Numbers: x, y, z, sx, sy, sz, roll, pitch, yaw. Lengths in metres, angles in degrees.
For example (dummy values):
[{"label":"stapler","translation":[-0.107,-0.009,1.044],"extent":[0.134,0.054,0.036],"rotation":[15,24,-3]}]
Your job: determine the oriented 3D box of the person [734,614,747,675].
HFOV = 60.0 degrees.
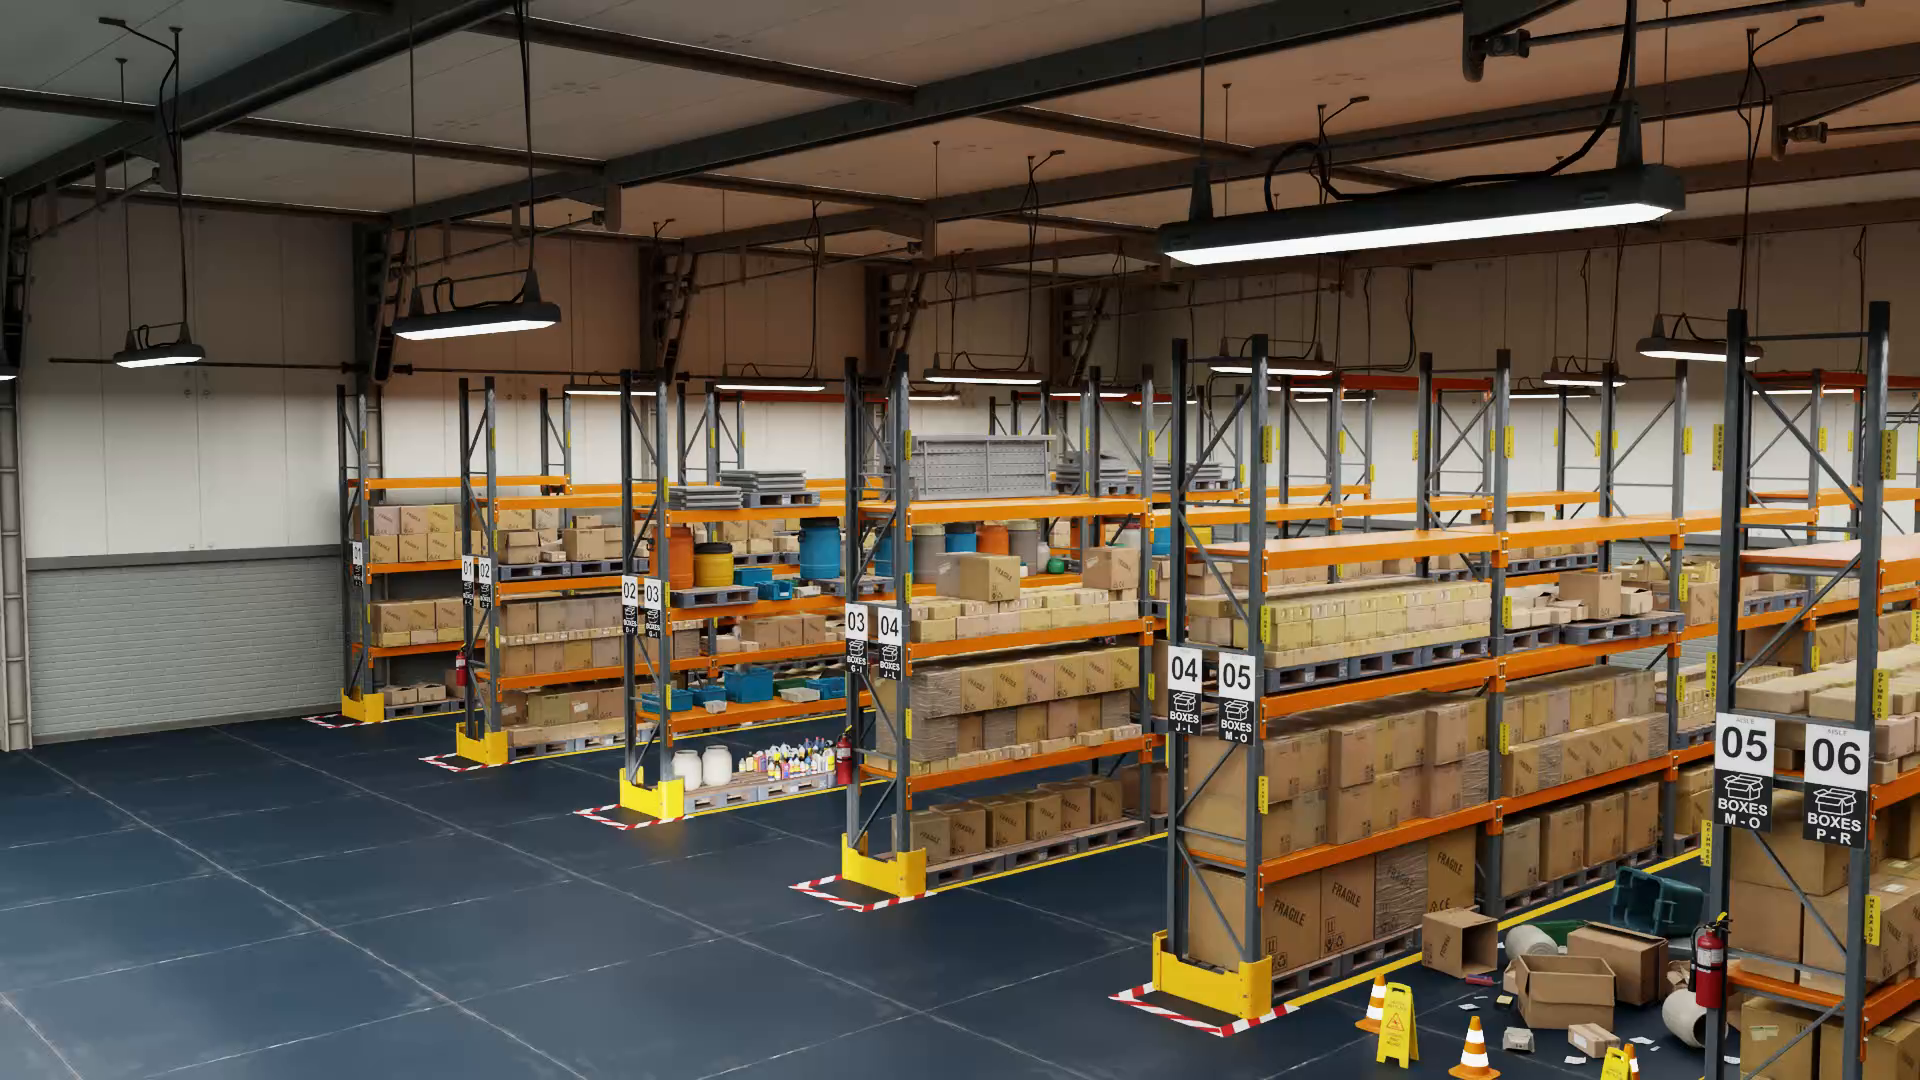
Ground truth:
[{"label":"person","translation":[-4.185,2.222,31.749],"extent":[0.559,1.700,0.831],"rotation":[3,5,36]}]
